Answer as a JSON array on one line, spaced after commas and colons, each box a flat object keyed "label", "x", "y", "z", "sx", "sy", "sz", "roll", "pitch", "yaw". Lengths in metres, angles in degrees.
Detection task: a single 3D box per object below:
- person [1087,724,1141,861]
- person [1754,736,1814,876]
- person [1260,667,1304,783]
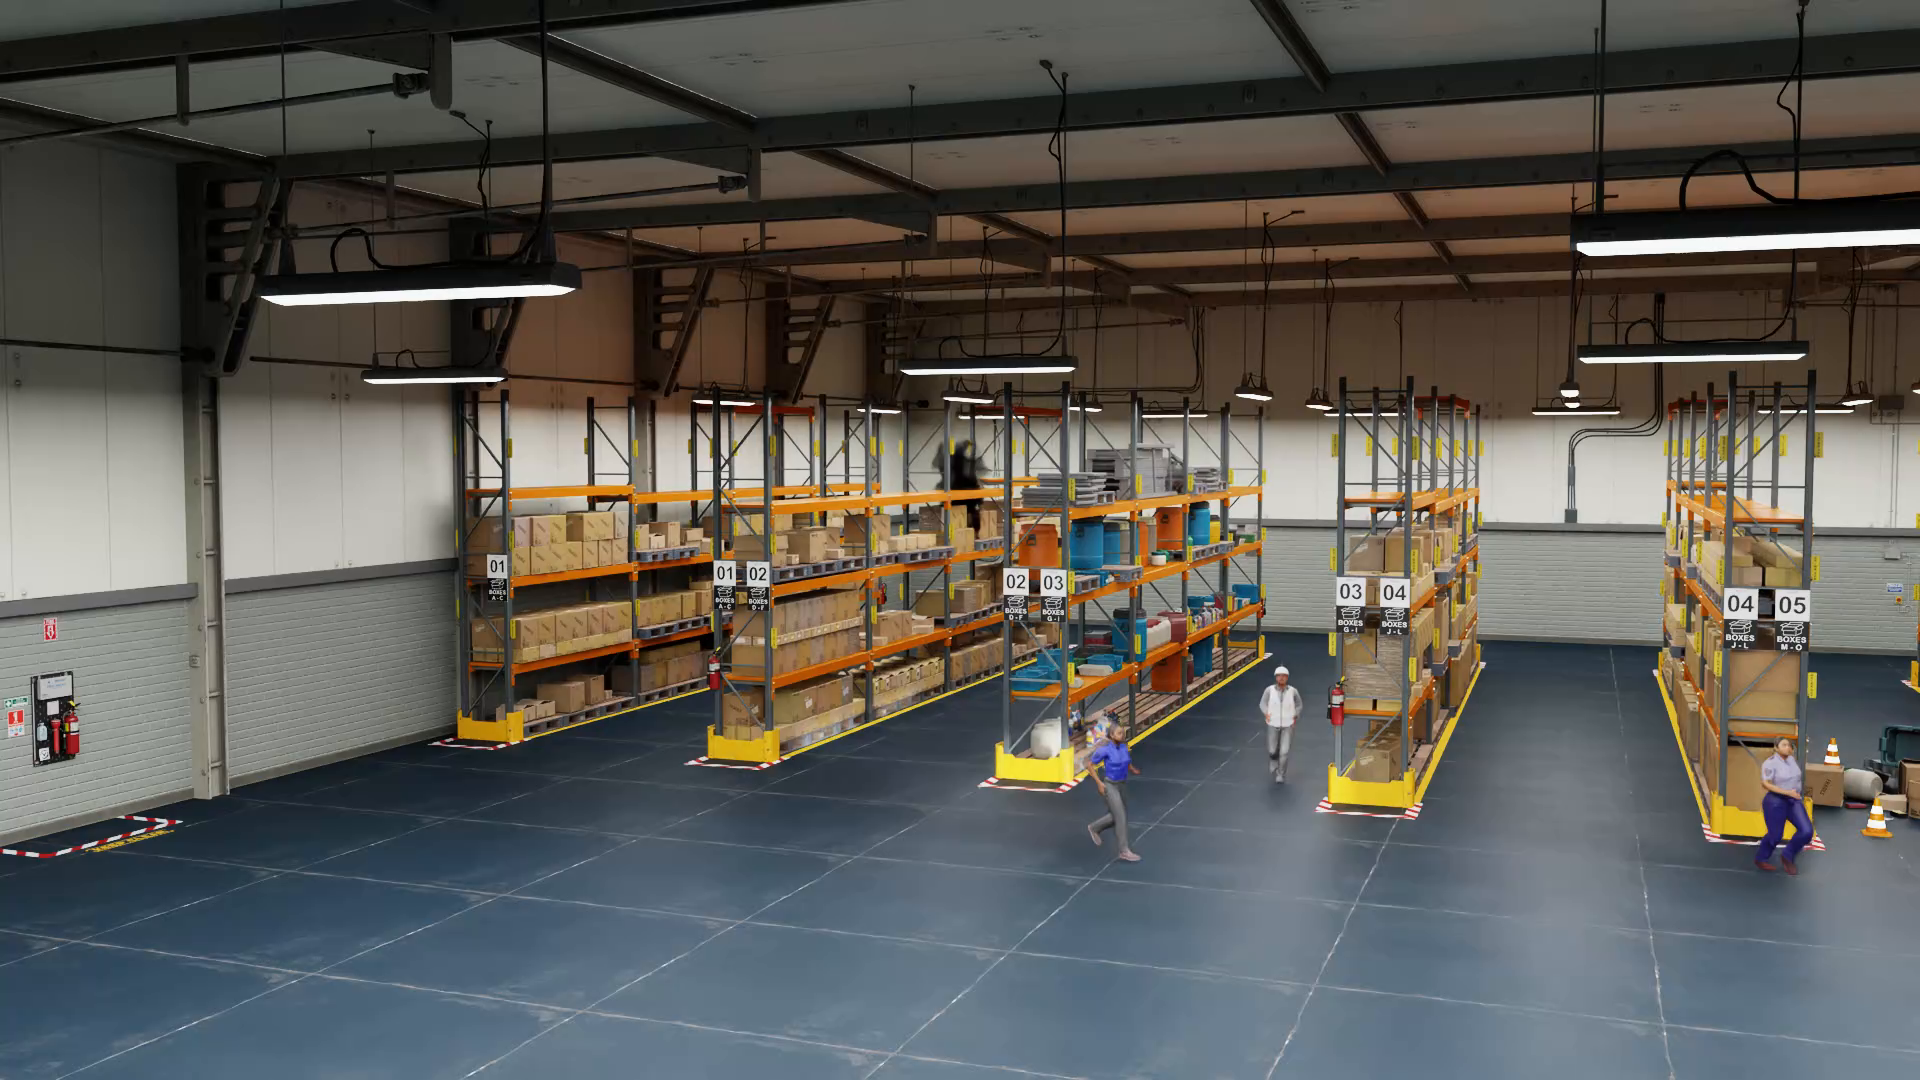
[{"label": "person", "x": 1.862, "y": 3.049, "z": 20.303, "sx": 0.578, "sy": 1.635, "sz": 0.846, "roll": -3, "pitch": 4, "yaw": -45}, {"label": "person", "x": 9.665, "y": 3.120, "z": 19.525, "sx": 0.605, "sy": 1.646, "sz": 0.646, "roll": -1, "pitch": 3, "yaw": -18}, {"label": "person", "x": 4.830, "y": 2.760, "z": 24.991, "sx": 0.653, "sy": 1.726, "sz": 0.584, "roll": 1, "pitch": 3, "yaw": 11}]
